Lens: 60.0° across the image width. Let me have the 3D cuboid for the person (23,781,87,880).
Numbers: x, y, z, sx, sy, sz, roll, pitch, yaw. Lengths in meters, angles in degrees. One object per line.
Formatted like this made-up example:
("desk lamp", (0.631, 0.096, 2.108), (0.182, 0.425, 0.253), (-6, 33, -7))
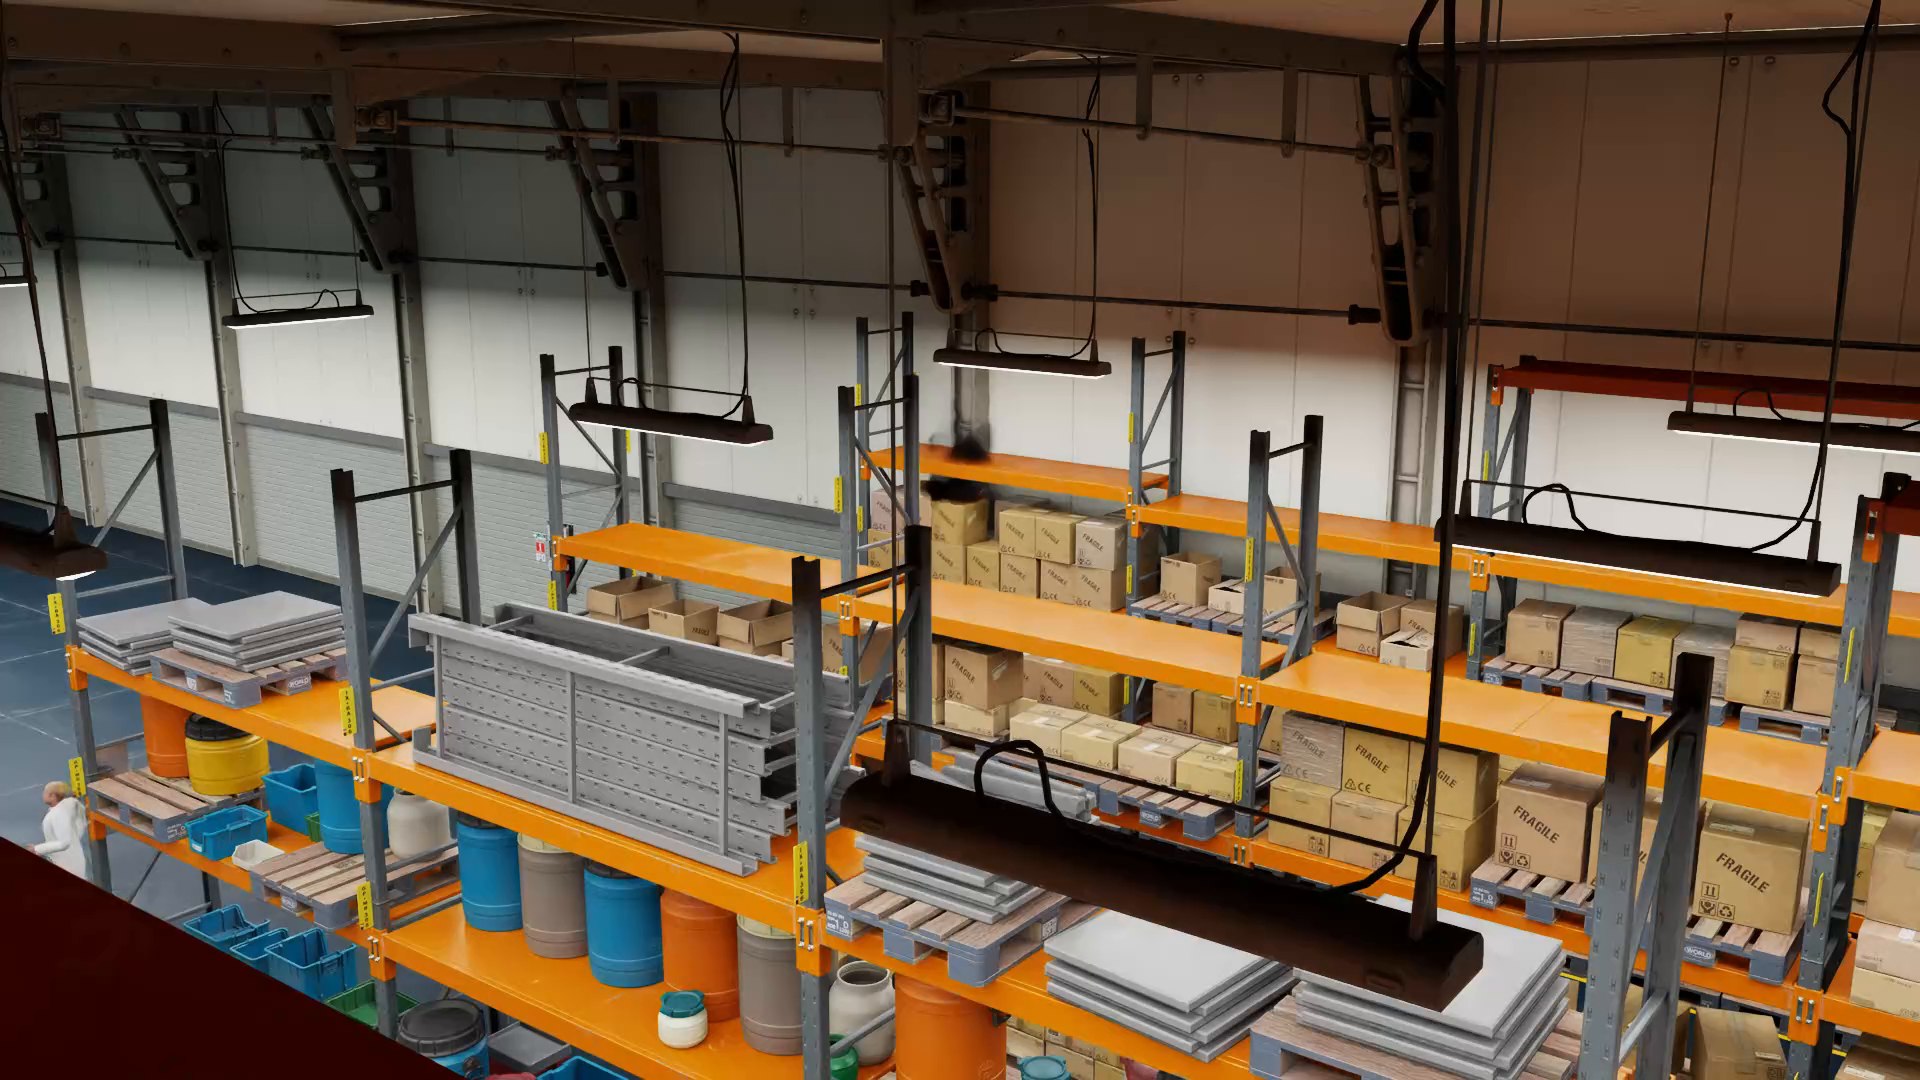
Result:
("person", (-9.245, 3.316, 17.083), (0.671, 1.748, 0.685), (-7, 15, -27))
